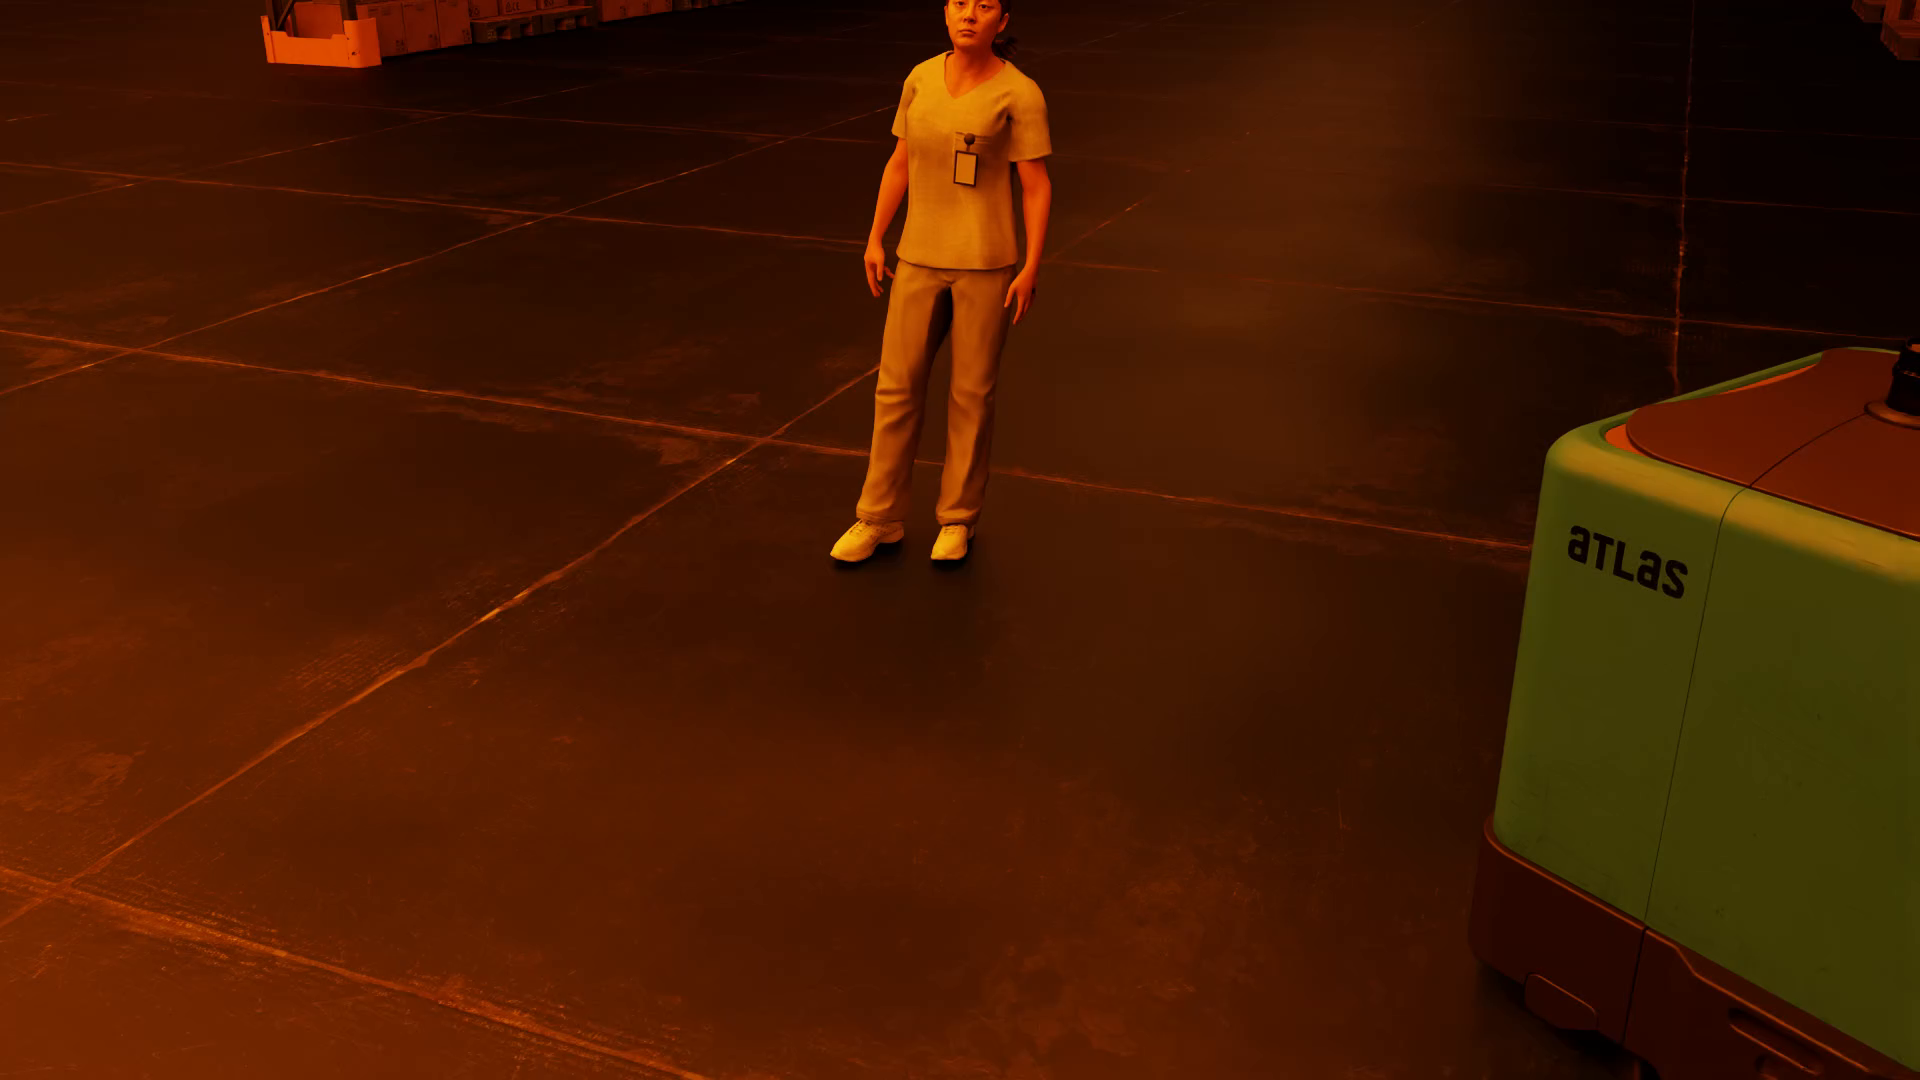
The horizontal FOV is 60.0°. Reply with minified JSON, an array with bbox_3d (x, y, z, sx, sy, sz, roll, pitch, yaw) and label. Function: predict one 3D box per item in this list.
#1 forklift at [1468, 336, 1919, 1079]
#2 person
[{"bbox_3d":[2.218,-0.184,1.732,1.130,2.935,3.031,-16,27,-33],"label":"forklift"},{"bbox_3d":[-0.041,-0.755,4.708,0.550,1.673,0.548,9,24,21],"label":"person"}]
